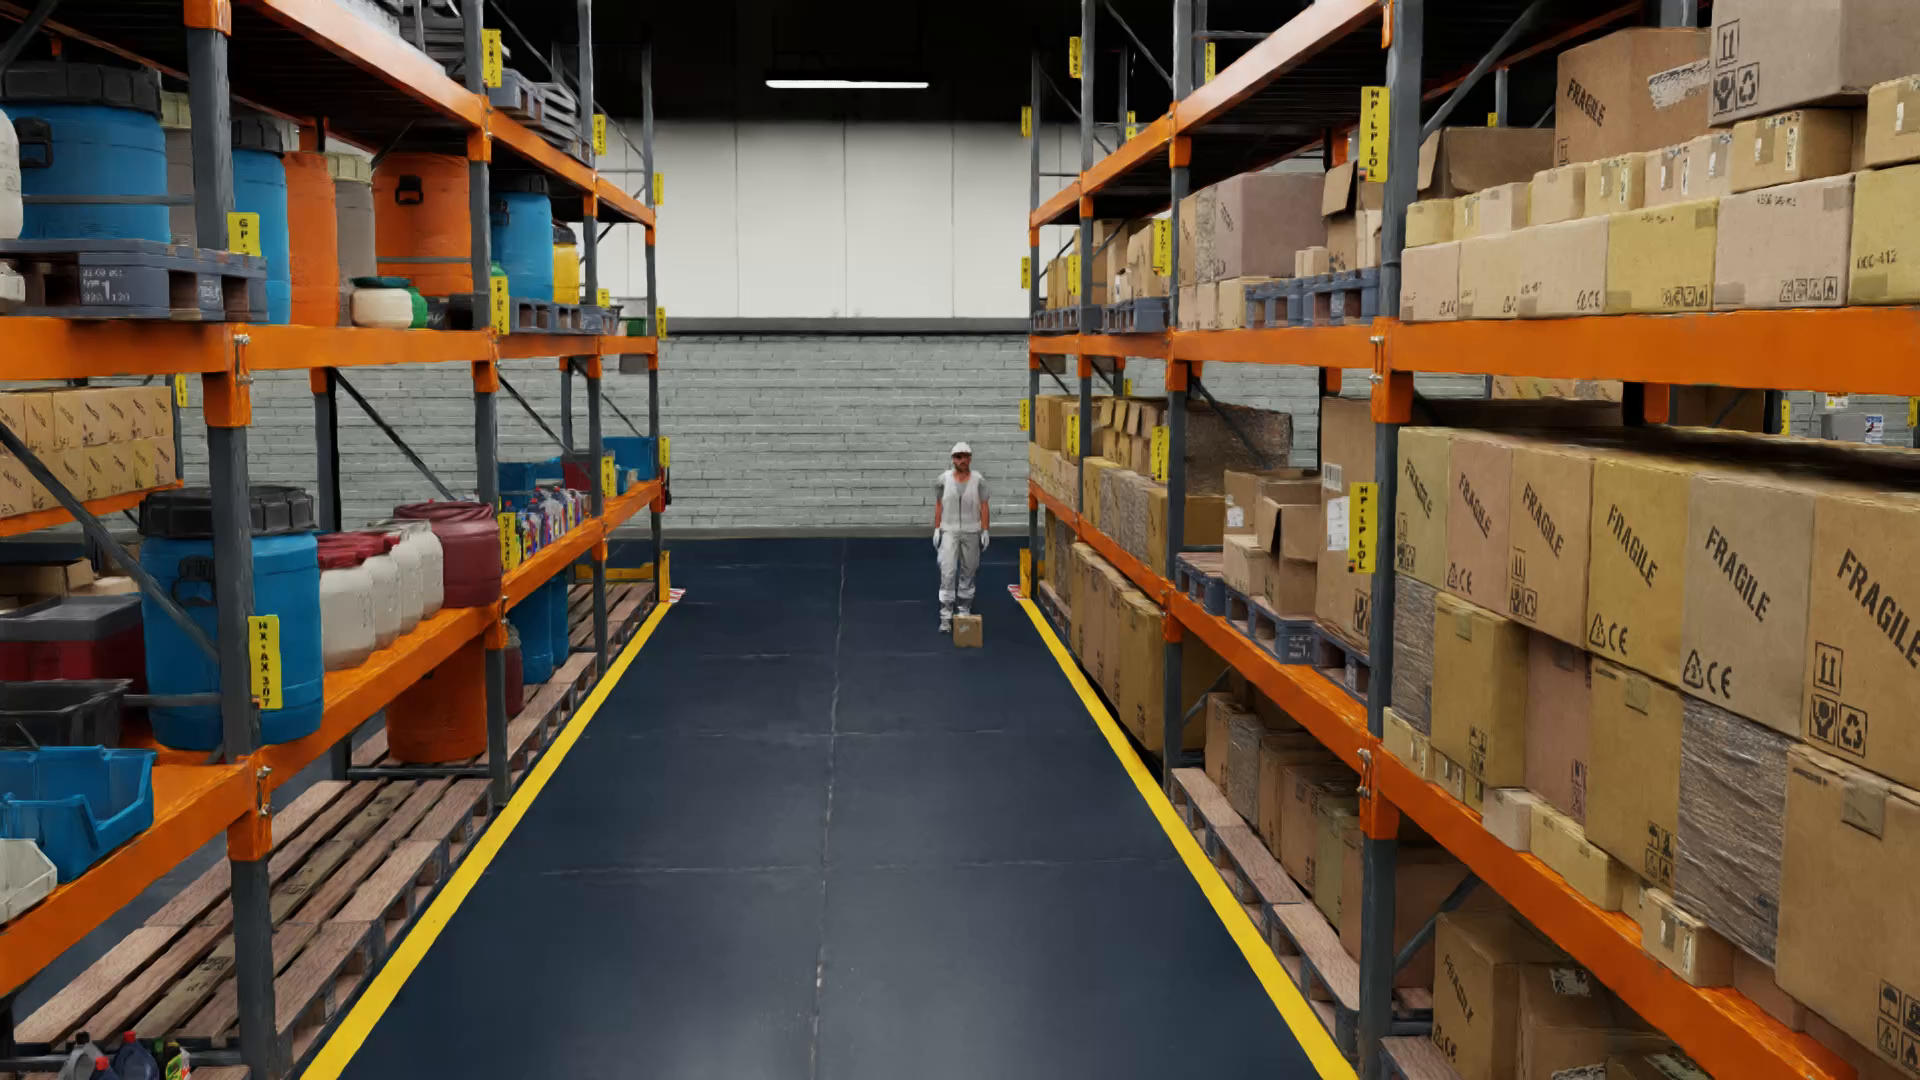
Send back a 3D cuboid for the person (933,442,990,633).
[{"bbox_3d":[0.017,-0.042,15.985,0.544,1.805,0.586,0,7,-3],"label":"person"}]
